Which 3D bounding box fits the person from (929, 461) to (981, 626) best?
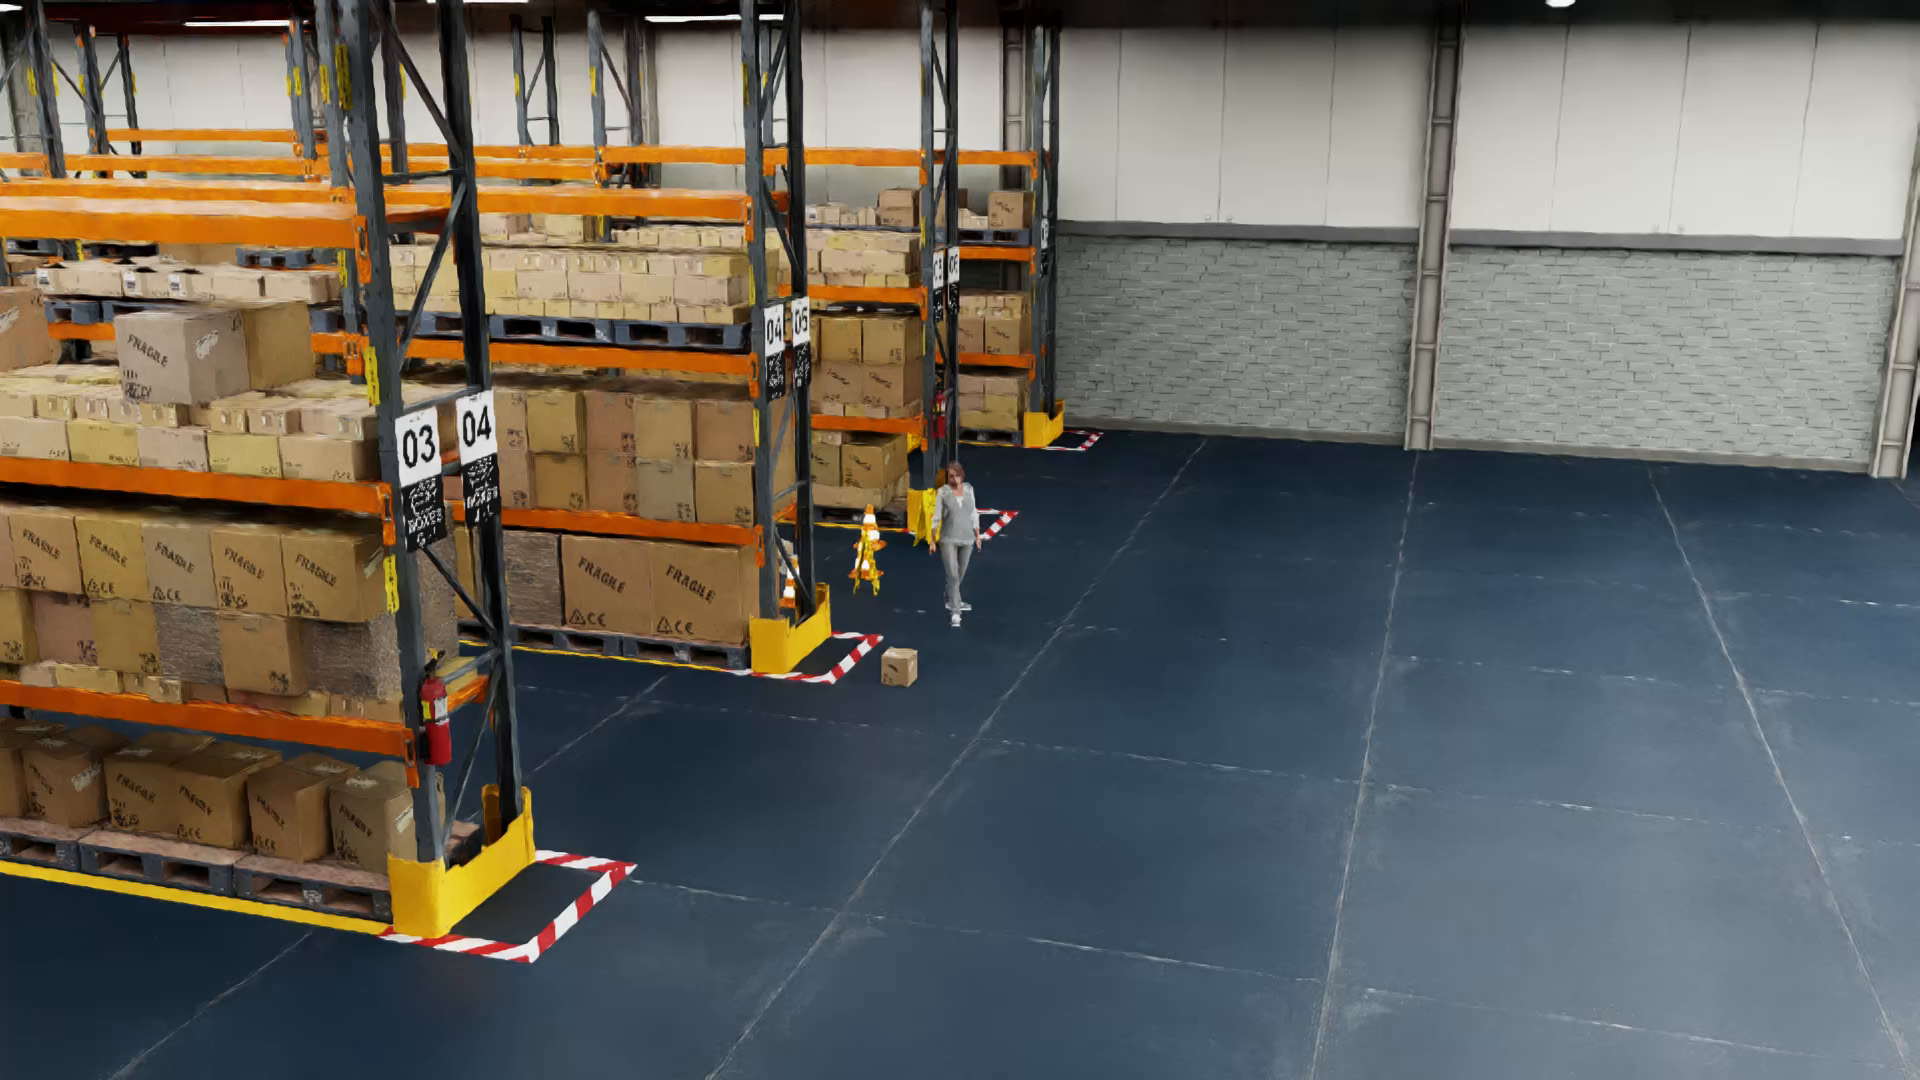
[{"bbox_3d":[-0.059,0.001,15.933,0.498,1.589,0.561,-7,17,-23],"label":"person"}]
